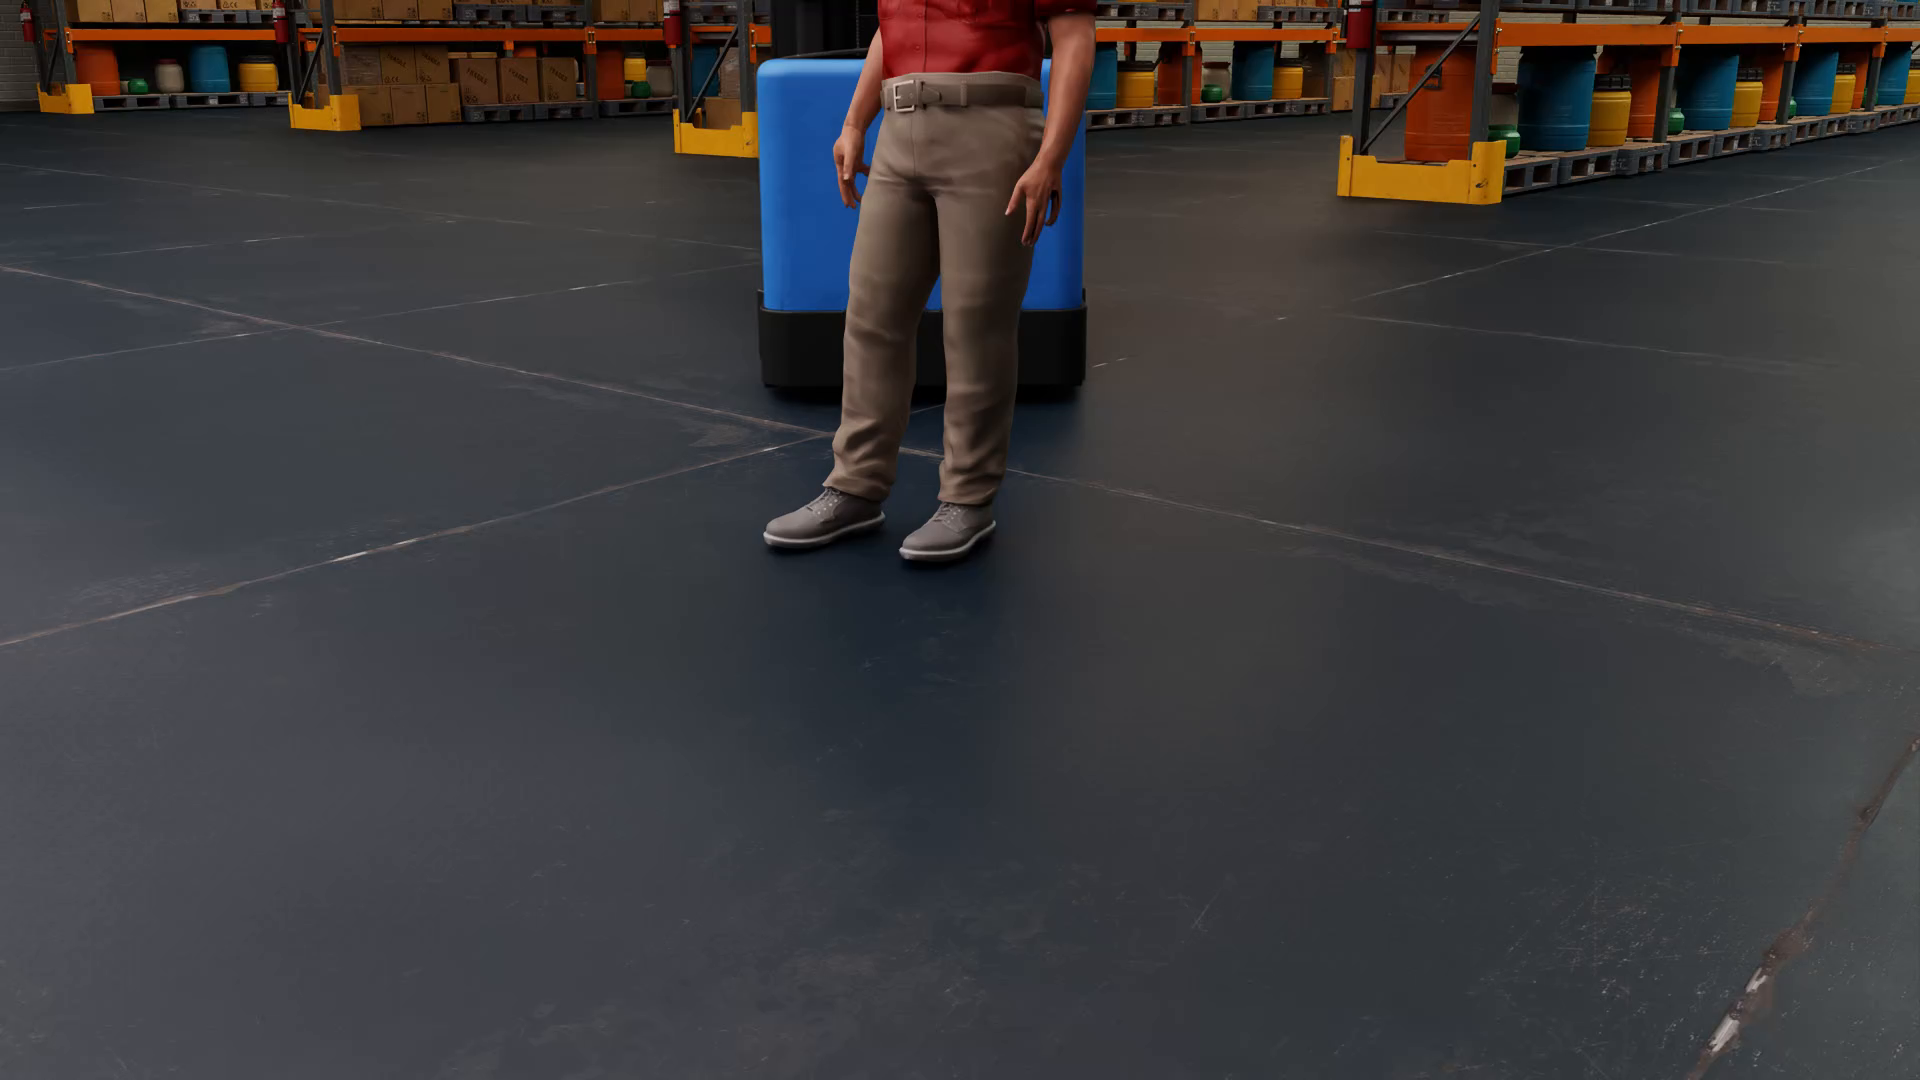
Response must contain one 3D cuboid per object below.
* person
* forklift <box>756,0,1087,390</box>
[{"bbox_3d":[-0.066,-0.815,3.630,0.640,1.724,0.551,13,21,37],"label":"person"},{"bbox_3d":[-0.169,-2.265,6.356,1.130,2.935,3.031,-1,17,-2],"label":"forklift"}]
